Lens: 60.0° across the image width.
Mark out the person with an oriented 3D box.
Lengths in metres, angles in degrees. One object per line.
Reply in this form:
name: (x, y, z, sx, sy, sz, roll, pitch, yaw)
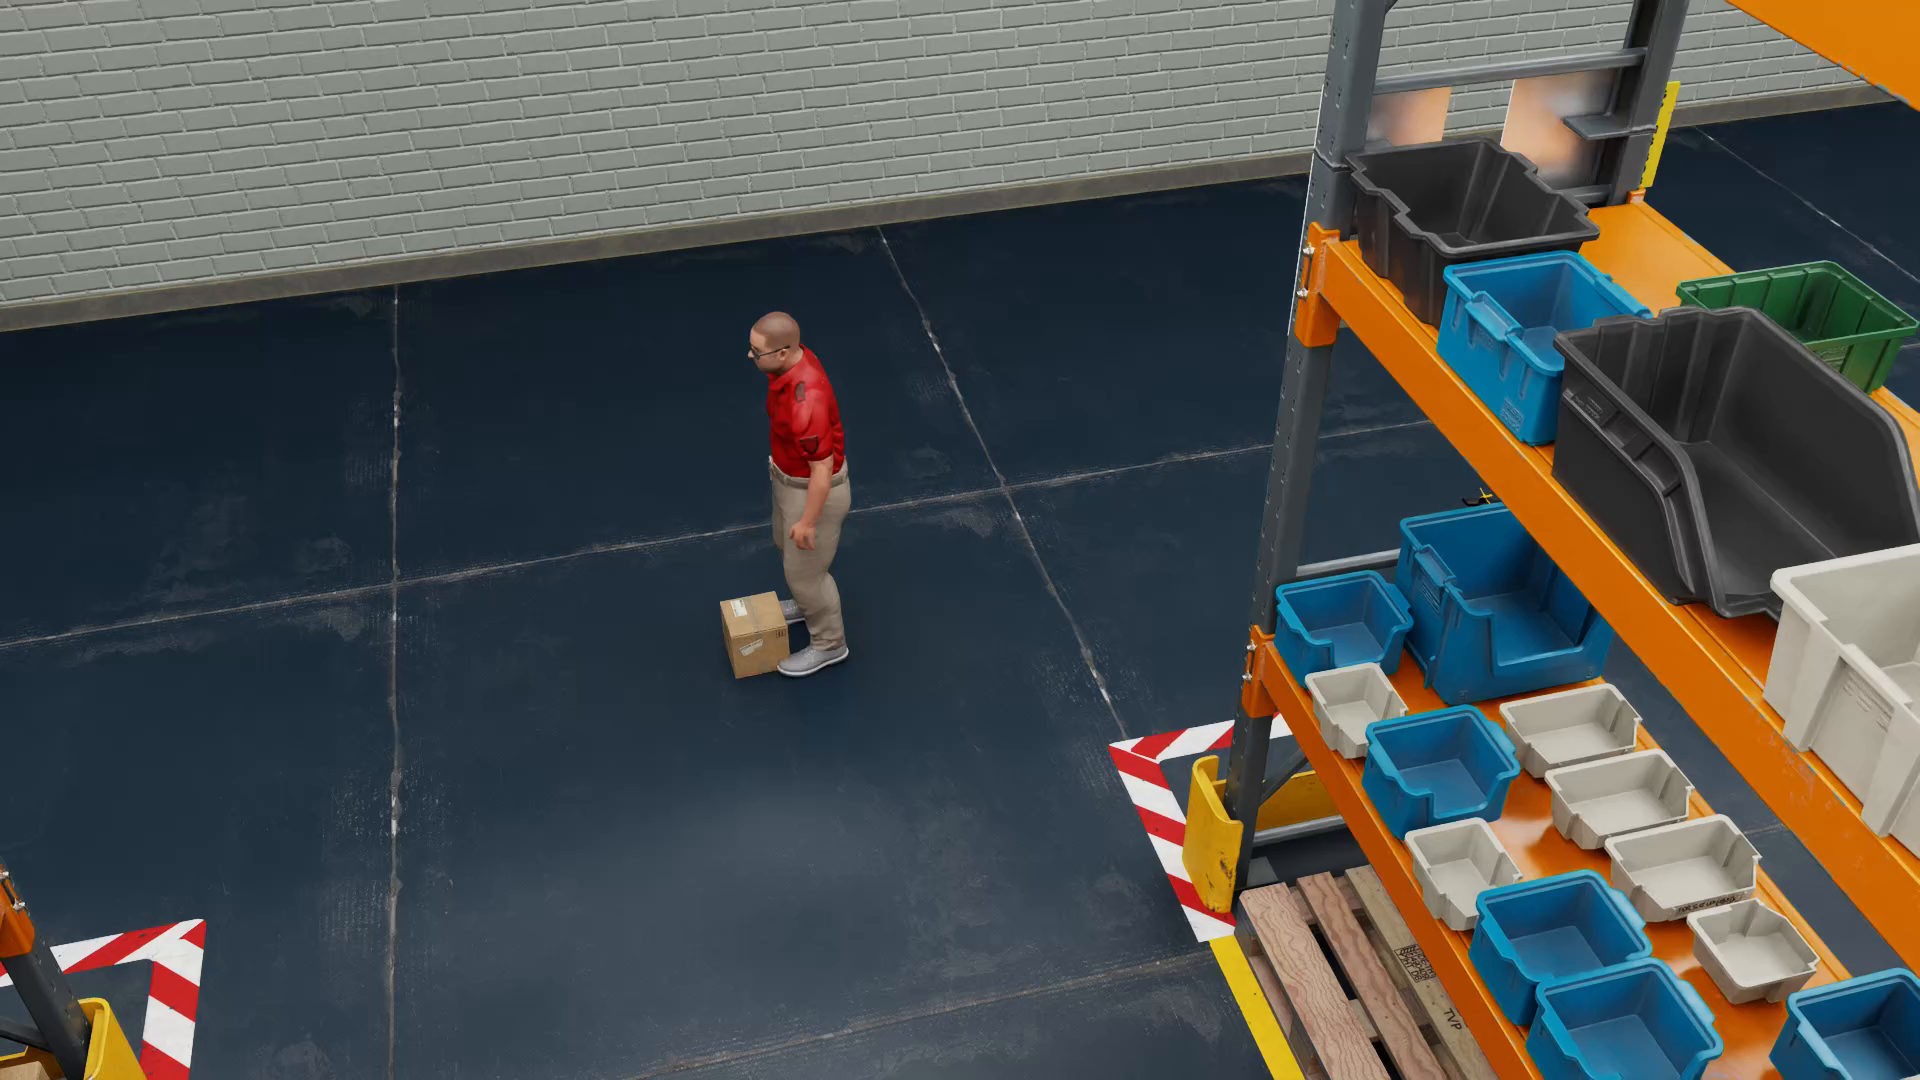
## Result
person: (-0.670, -0.213, 6.999, 0.395, 1.727, 0.586, -9, 39, -12)
